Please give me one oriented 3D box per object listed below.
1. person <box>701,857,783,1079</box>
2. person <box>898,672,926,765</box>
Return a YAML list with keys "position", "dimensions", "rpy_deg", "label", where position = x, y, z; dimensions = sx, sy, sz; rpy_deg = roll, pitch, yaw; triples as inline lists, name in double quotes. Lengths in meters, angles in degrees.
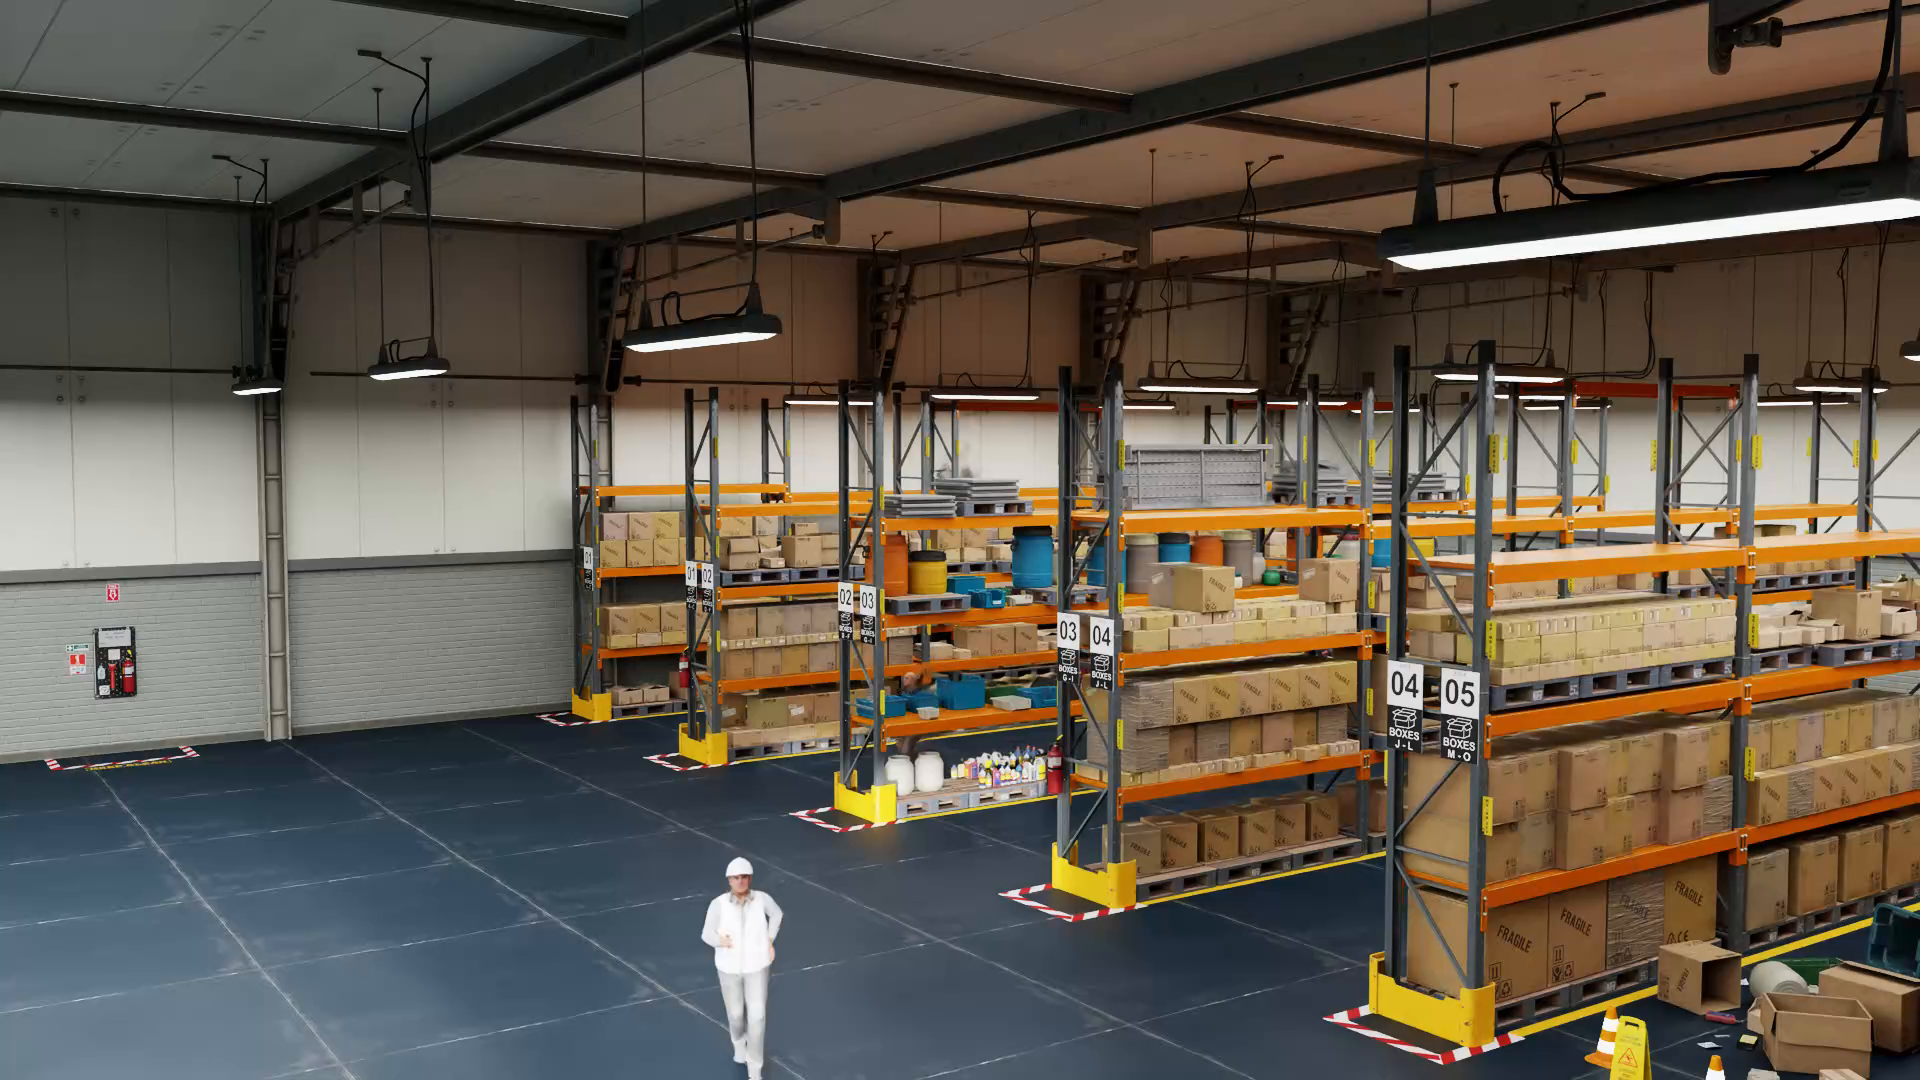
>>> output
- position: [-1.760, 3.472, 13.442]
  dimensions: [0.643, 1.836, 0.801]
  rpy_deg: [0, 3, -5]
  label: "person"
- position: [-0.672, 2.822, 25.152]
  dimensions: [0.637, 1.675, 0.646]
  rpy_deg: [-3, 4, -39]
  label: "person"
